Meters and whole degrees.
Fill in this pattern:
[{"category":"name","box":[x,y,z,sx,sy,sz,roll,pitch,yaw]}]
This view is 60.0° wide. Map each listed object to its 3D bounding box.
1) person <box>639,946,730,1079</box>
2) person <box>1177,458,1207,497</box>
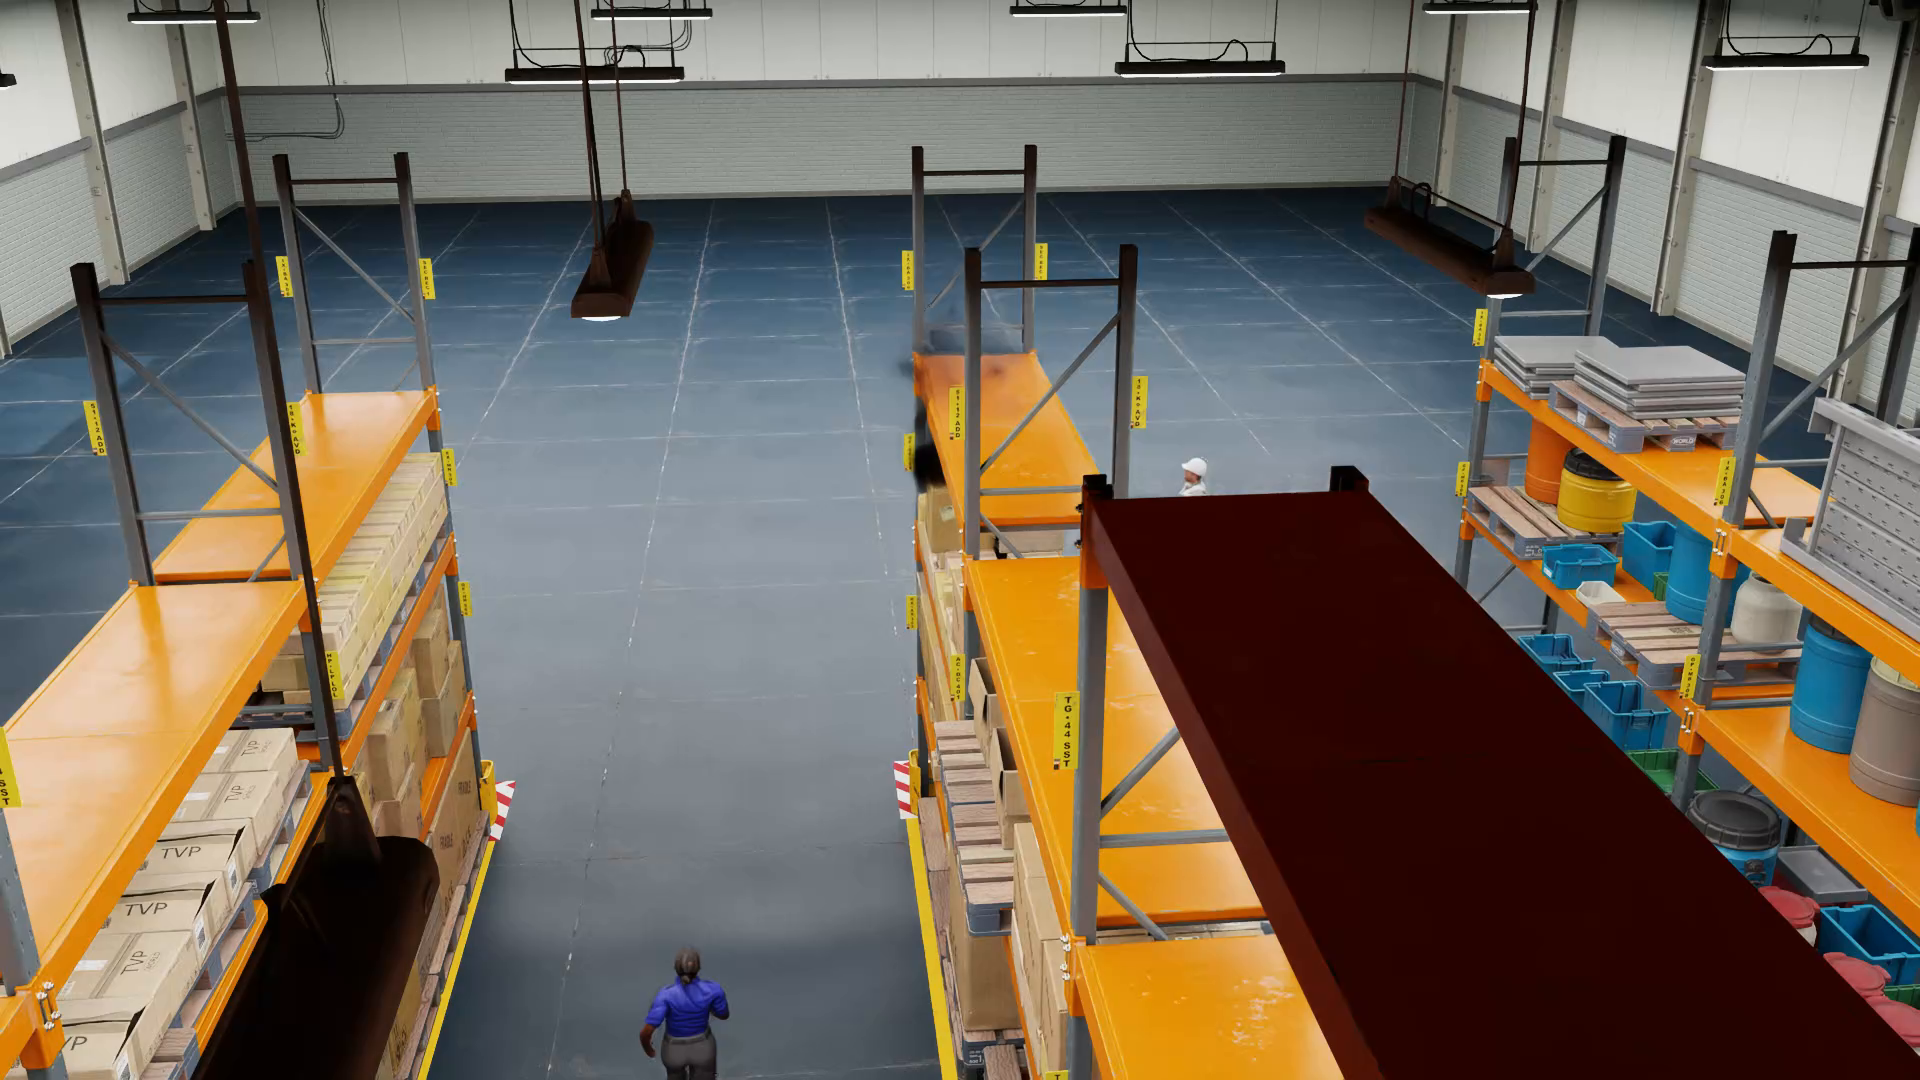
[{"category":"person","box":[-1.788,3.387,10.914,0.581,1.685,0.734,-4,22,-10]},{"category":"person","box":[2.716,-0.128,19.539,0.880,1.749,0.670,4,22,10]}]
